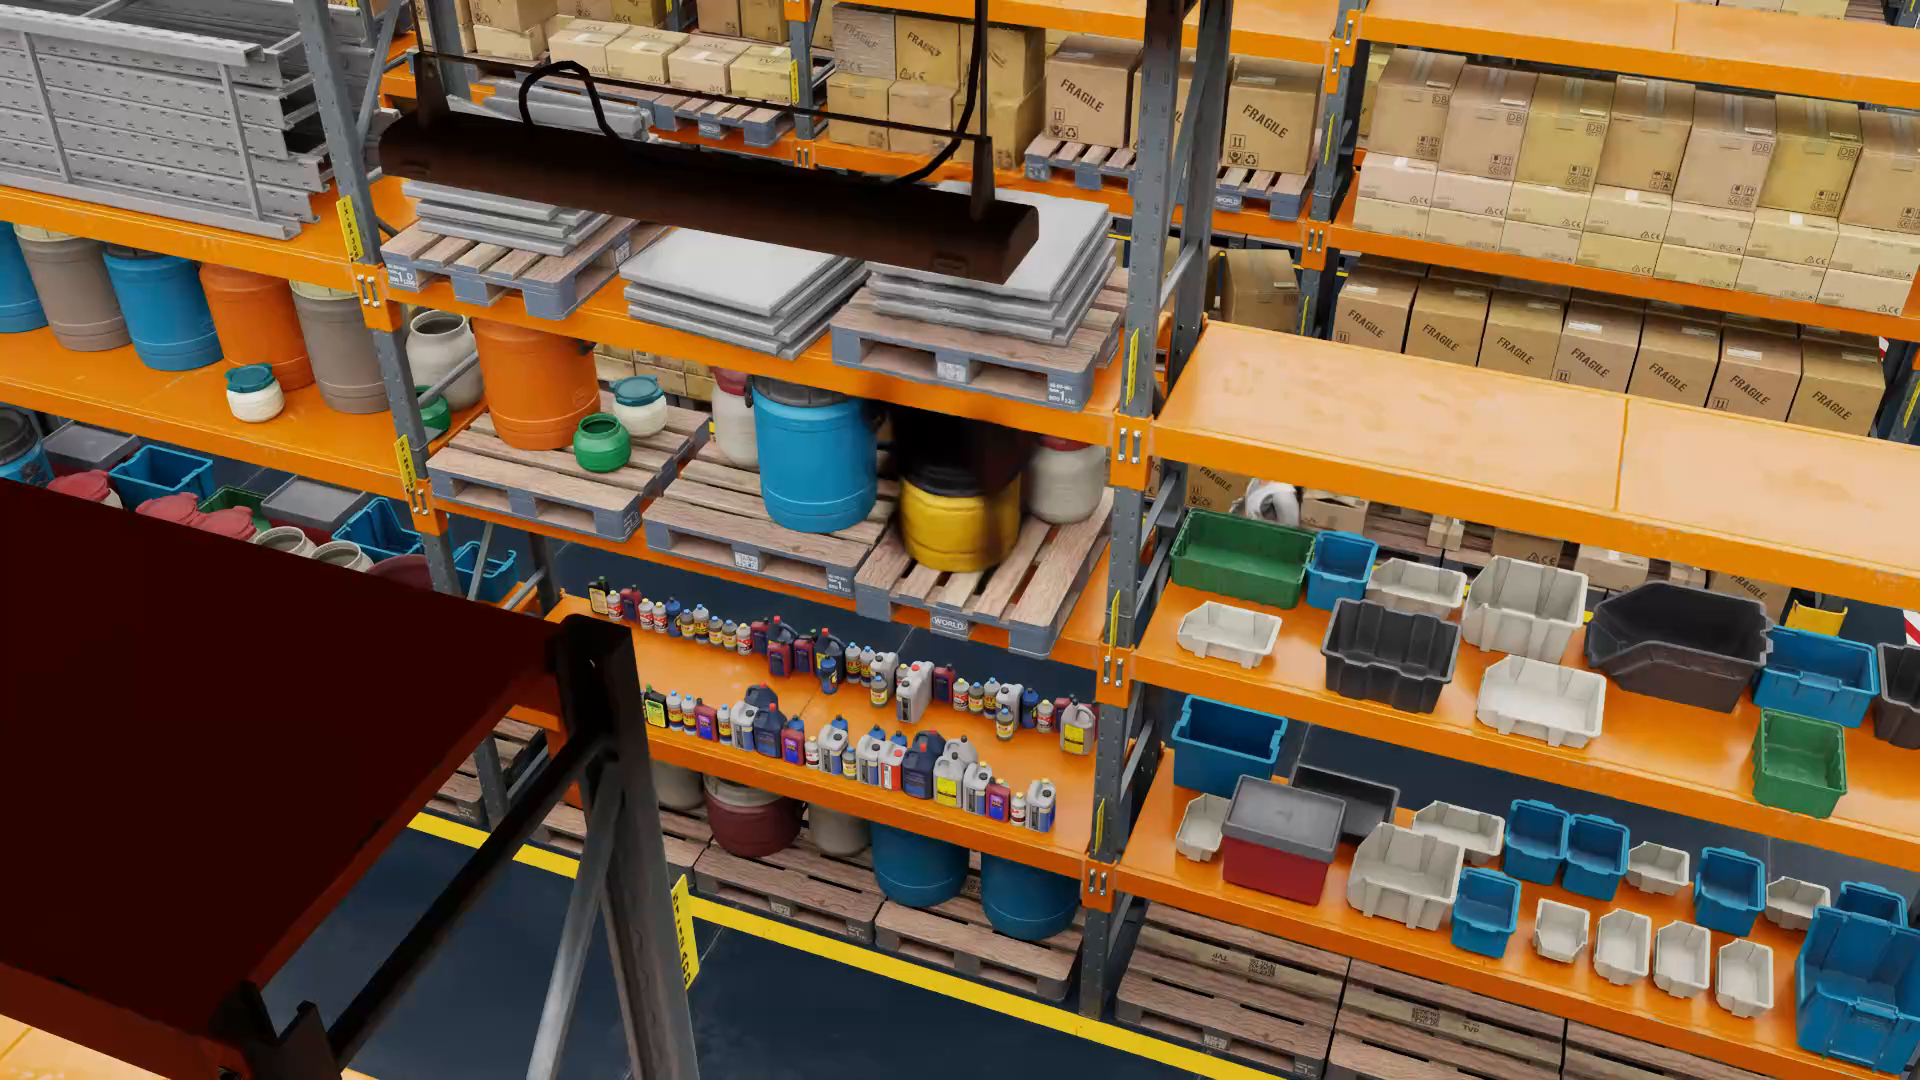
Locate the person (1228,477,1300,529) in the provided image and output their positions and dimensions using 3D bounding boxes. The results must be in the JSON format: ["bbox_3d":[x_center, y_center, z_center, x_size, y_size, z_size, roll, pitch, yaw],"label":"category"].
[{"bbox_3d":[2.099,0.025,11.402,0.673,1.778,0.649,4,37,5],"label":"person"}]
